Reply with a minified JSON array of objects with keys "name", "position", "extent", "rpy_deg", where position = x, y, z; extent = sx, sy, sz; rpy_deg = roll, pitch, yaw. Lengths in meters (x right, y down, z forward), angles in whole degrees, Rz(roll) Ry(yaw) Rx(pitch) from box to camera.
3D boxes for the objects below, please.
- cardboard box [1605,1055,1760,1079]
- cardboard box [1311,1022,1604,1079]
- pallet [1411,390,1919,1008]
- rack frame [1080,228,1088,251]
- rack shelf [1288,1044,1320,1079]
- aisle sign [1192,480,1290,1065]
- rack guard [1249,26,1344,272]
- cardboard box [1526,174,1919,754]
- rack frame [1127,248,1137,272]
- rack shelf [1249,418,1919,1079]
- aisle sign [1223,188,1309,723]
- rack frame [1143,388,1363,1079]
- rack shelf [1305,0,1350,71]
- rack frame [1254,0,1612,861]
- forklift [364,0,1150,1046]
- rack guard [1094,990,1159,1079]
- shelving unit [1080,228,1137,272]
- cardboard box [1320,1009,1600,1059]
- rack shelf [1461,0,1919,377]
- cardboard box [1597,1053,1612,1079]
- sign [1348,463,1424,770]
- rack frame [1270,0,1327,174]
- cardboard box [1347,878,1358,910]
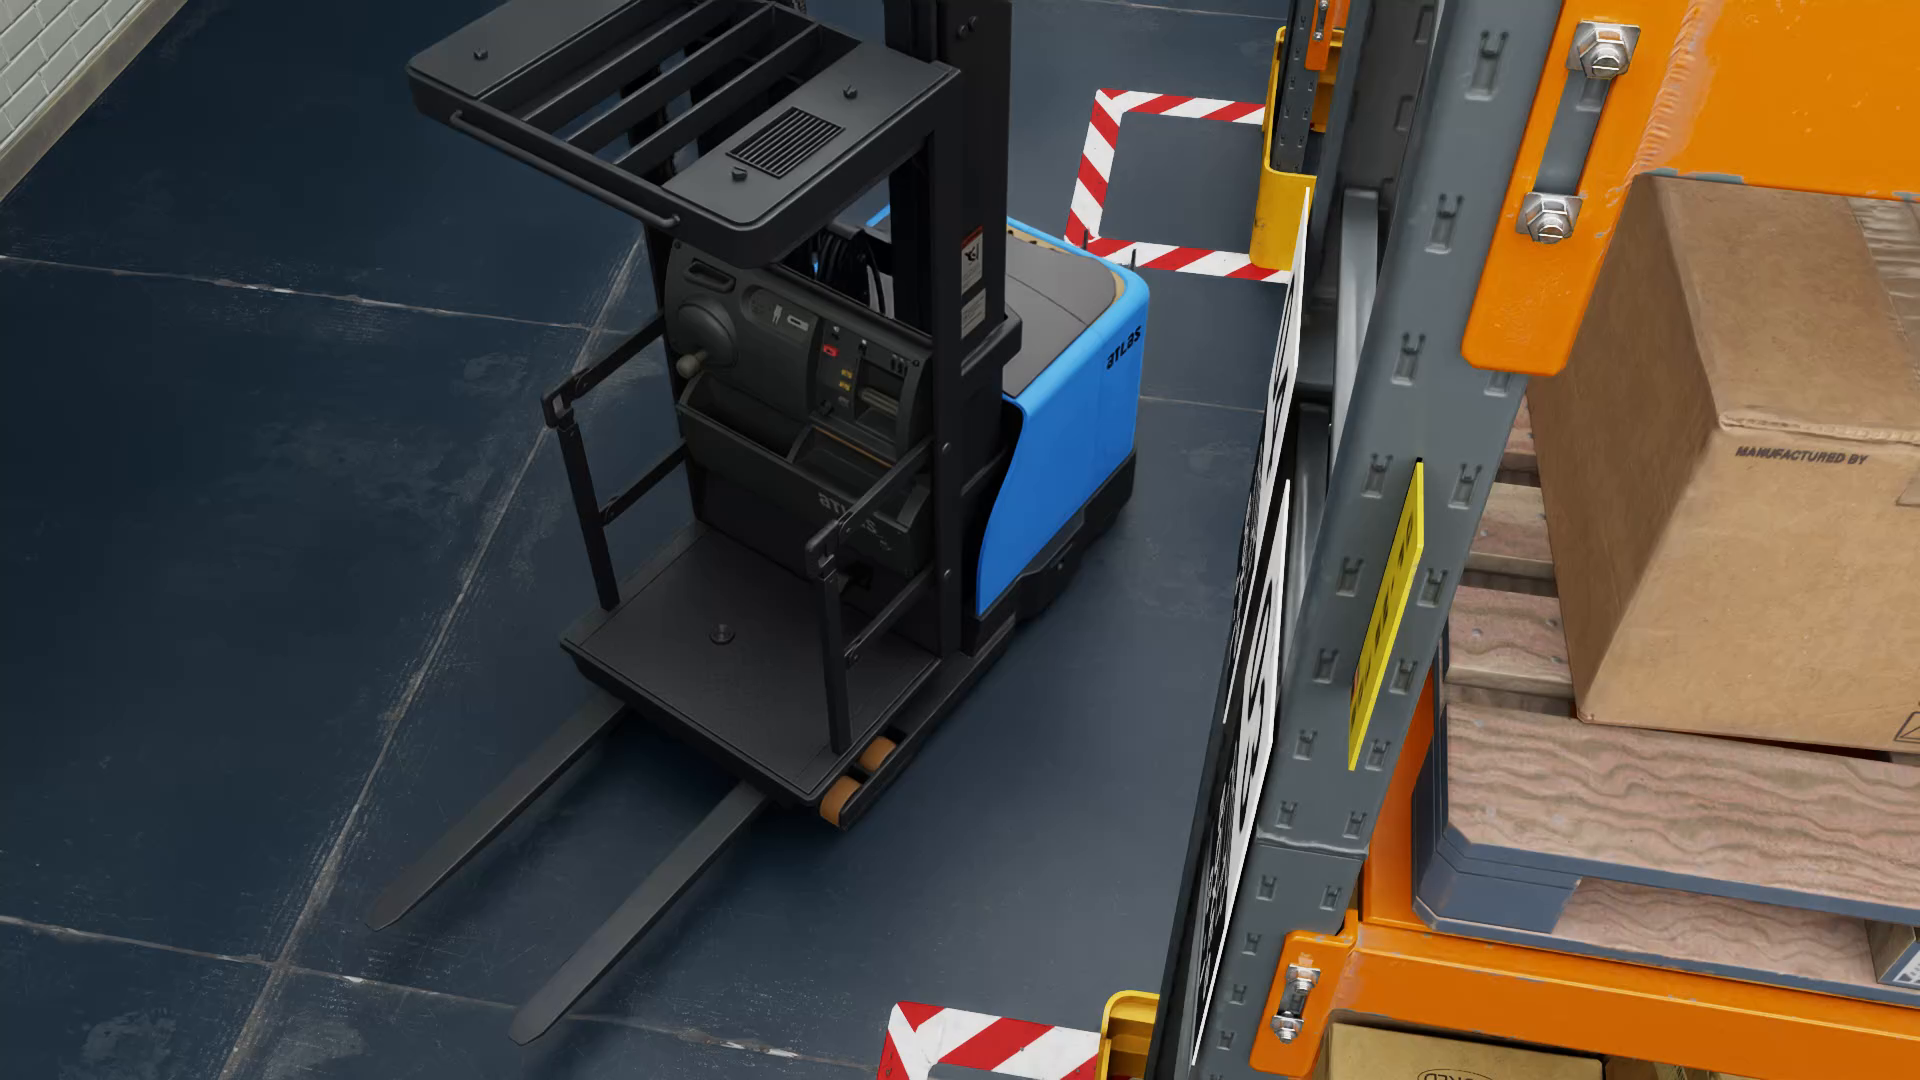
[{"name":"cardboard box","position":[1.405,1.020,2.713],"extent":[0.500,0.500,0.500],"rpy_deg":[7,48,6]},{"name":"cardboard box","position":[0.913,1.205,3.052],"extent":[0.500,0.250,0.500],"rpy_deg":[7,48,6]},{"name":"pallet","position":[1.220,0.111,2.177],"extent":[1.213,0.211,1.003],"rpy_deg":[8,49,7]},{"name":"rack frame","position":[0.398,-0.762,6.330],"extent":[0.006,0.900,0.240],"rpy_deg":[27,54,22]},{"name":"rack shelf","position":[2.456,1.498,3.371],"extent":[4.000,0.370,1.077],"rpy_deg":[8,49,7]},{"name":"aisle sign","position":[0.364,0.334,2.185],"extent":[0.004,0.787,0.394],"rpy_deg":[8,49,7]},{"name":"rack guard","position":[1.545,-1.779,7.512],"extent":[0.348,0.500,1.175],"rpy_deg":[8,49,7]},{"name":"cardboard box","position":[1.009,-0.187,1.968],"extent":[0.500,0.500,0.700],"rpy_deg":[5,48,5]},{"name":"rack frame","position":[0.565,-0.676,6.253],"extent":[0.006,0.900,0.240],"rpy_deg":[27,54,22]},{"name":"rack shelf","position":[2.456,0.495,2.255],"extent":[4.000,0.370,1.077],"rpy_deg":[8,49,7]},{"name":"aisle sign","position":[0.471,-0.105,2.580],"extent":[0.004,0.787,0.394],"rpy_deg":[8,49,7]},{"name":"rack frame","position":[0.488,0.993,3.341],"extent":[0.127,3.000,1.000],"rpy_deg":[8,49,7]},{"name":"rack shelf","position":[3.438,-2.119,6.621],"extent":[4.000,0.370,1.077],"rpy_deg":[8,49,7]},{"name":"rack frame","position":[0.488,-1.012,1.110],"extent":[0.127,3.000,1.000],"rpy_deg":[8,49,7]},{"name":"forklift","position":[-0.615,-0.465,4.697],"extent":[1.130,2.935,3.031],"rpy_deg":[28,54,23]},{"name":"rack guard","position":[0.465,1.825,4.274],"extent":[0.348,0.500,1.175],"rpy_deg":[8,49,7]},{"name":"shelving unit","position":[0.481,-0.719,6.291],"extent":[0.210,0.900,0.258],"rpy_deg":[27,54,22]},{"name":"cardboard box","position":[1.012,0.814,3.403],"extent":[0.500,0.250,0.500],"rpy_deg":[7,48,6]},{"name":"rack shelf","position":[2.456,-0.373,1.288],"extent":[4.000,0.370,1.077],"rpy_deg":[8,49,7]},{"name":"cardboard box","position":[1.511,0.881,3.343],"extent":[0.500,0.250,0.500],"rpy_deg":[7,48,6]},{"name":"sign","position":[0.384,0.077,1.507],"extent":[0.005,0.325,0.100],"rpy_deg":[8,49,7]},{"name":"rack frame","position":[1.470,-2.624,6.591],"extent":[0.127,3.000,1.000],"rpy_deg":[8,49,7]},{"name":"cardboard box","position":[1.014,0.565,3.122],"extent":[0.500,0.500,0.500],"rpy_deg":[8,49,7]}]
